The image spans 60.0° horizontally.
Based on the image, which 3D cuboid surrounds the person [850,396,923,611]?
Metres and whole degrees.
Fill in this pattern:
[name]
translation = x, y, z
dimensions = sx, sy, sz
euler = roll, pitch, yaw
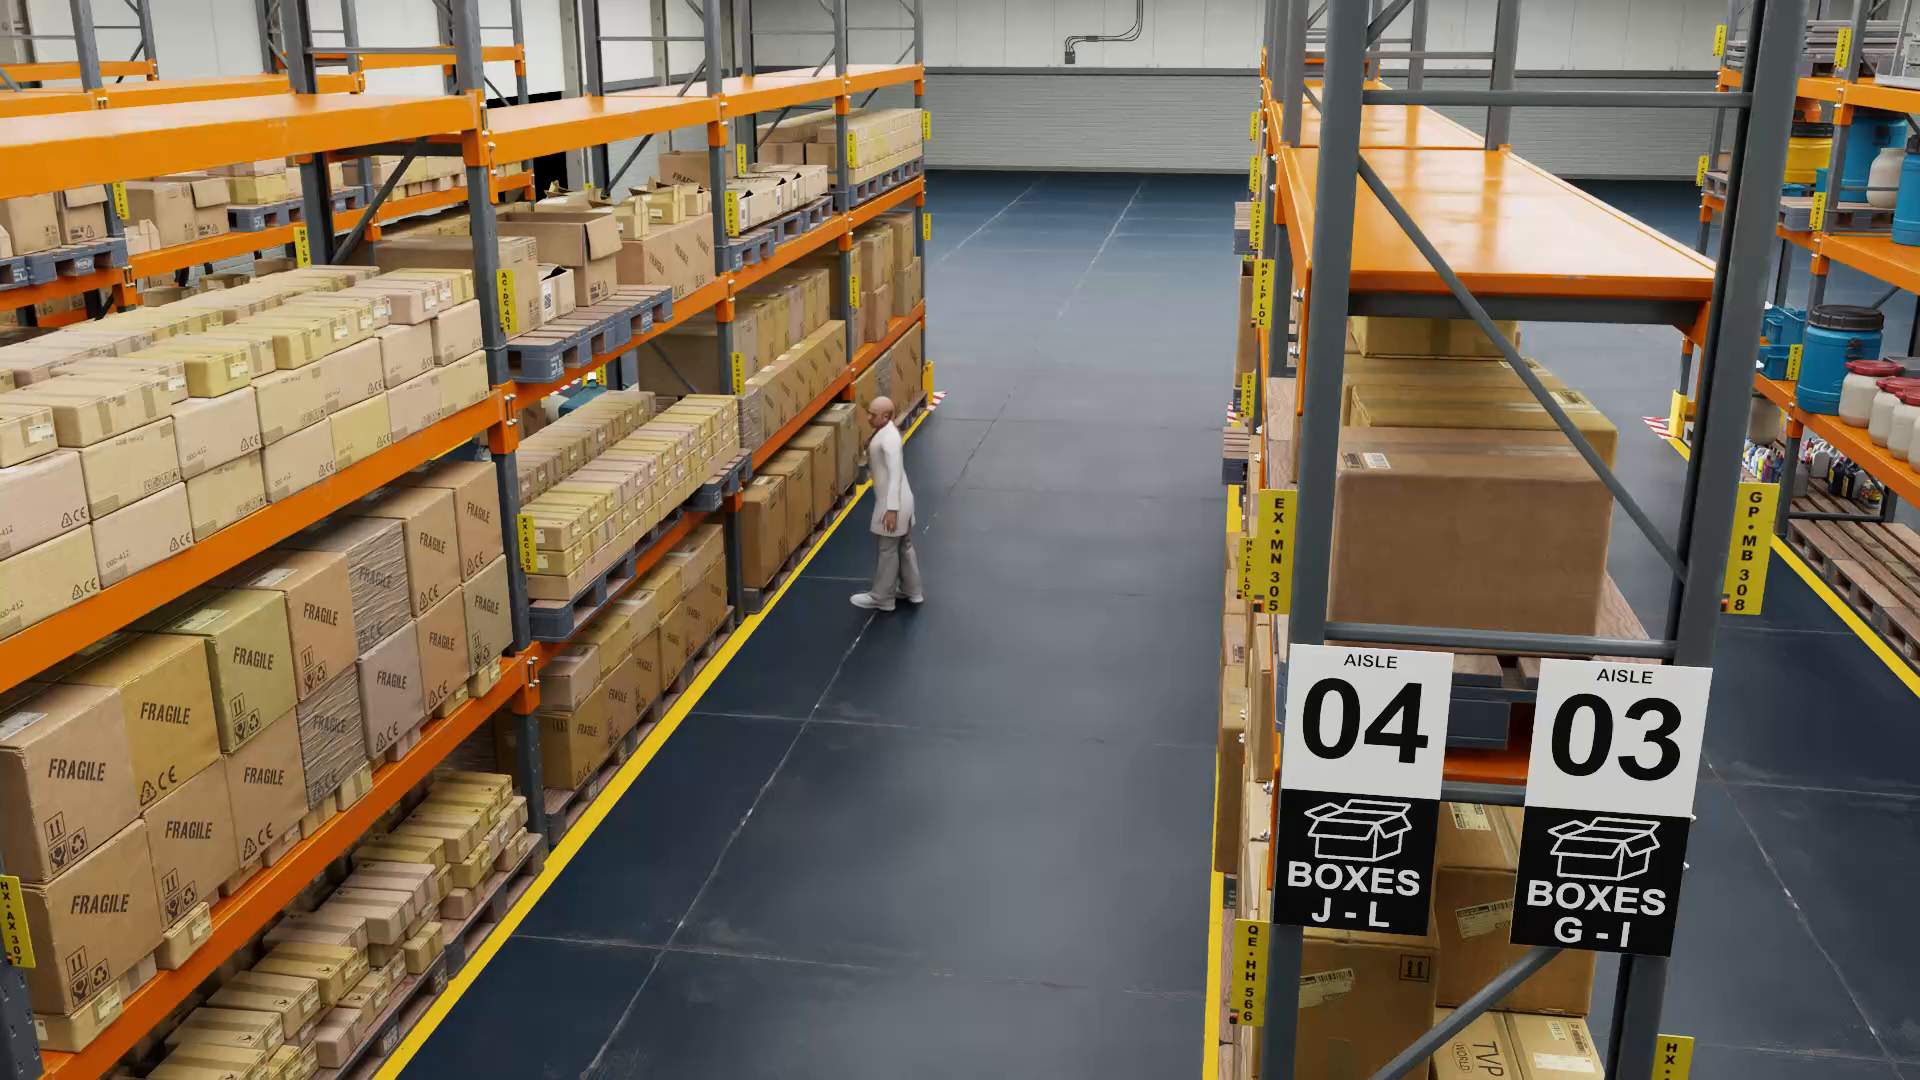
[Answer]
[person]
translation = -0.602, -0.291, 13.428
dimensions = 0.610, 1.777, 0.683
euler = -2, 18, -6
